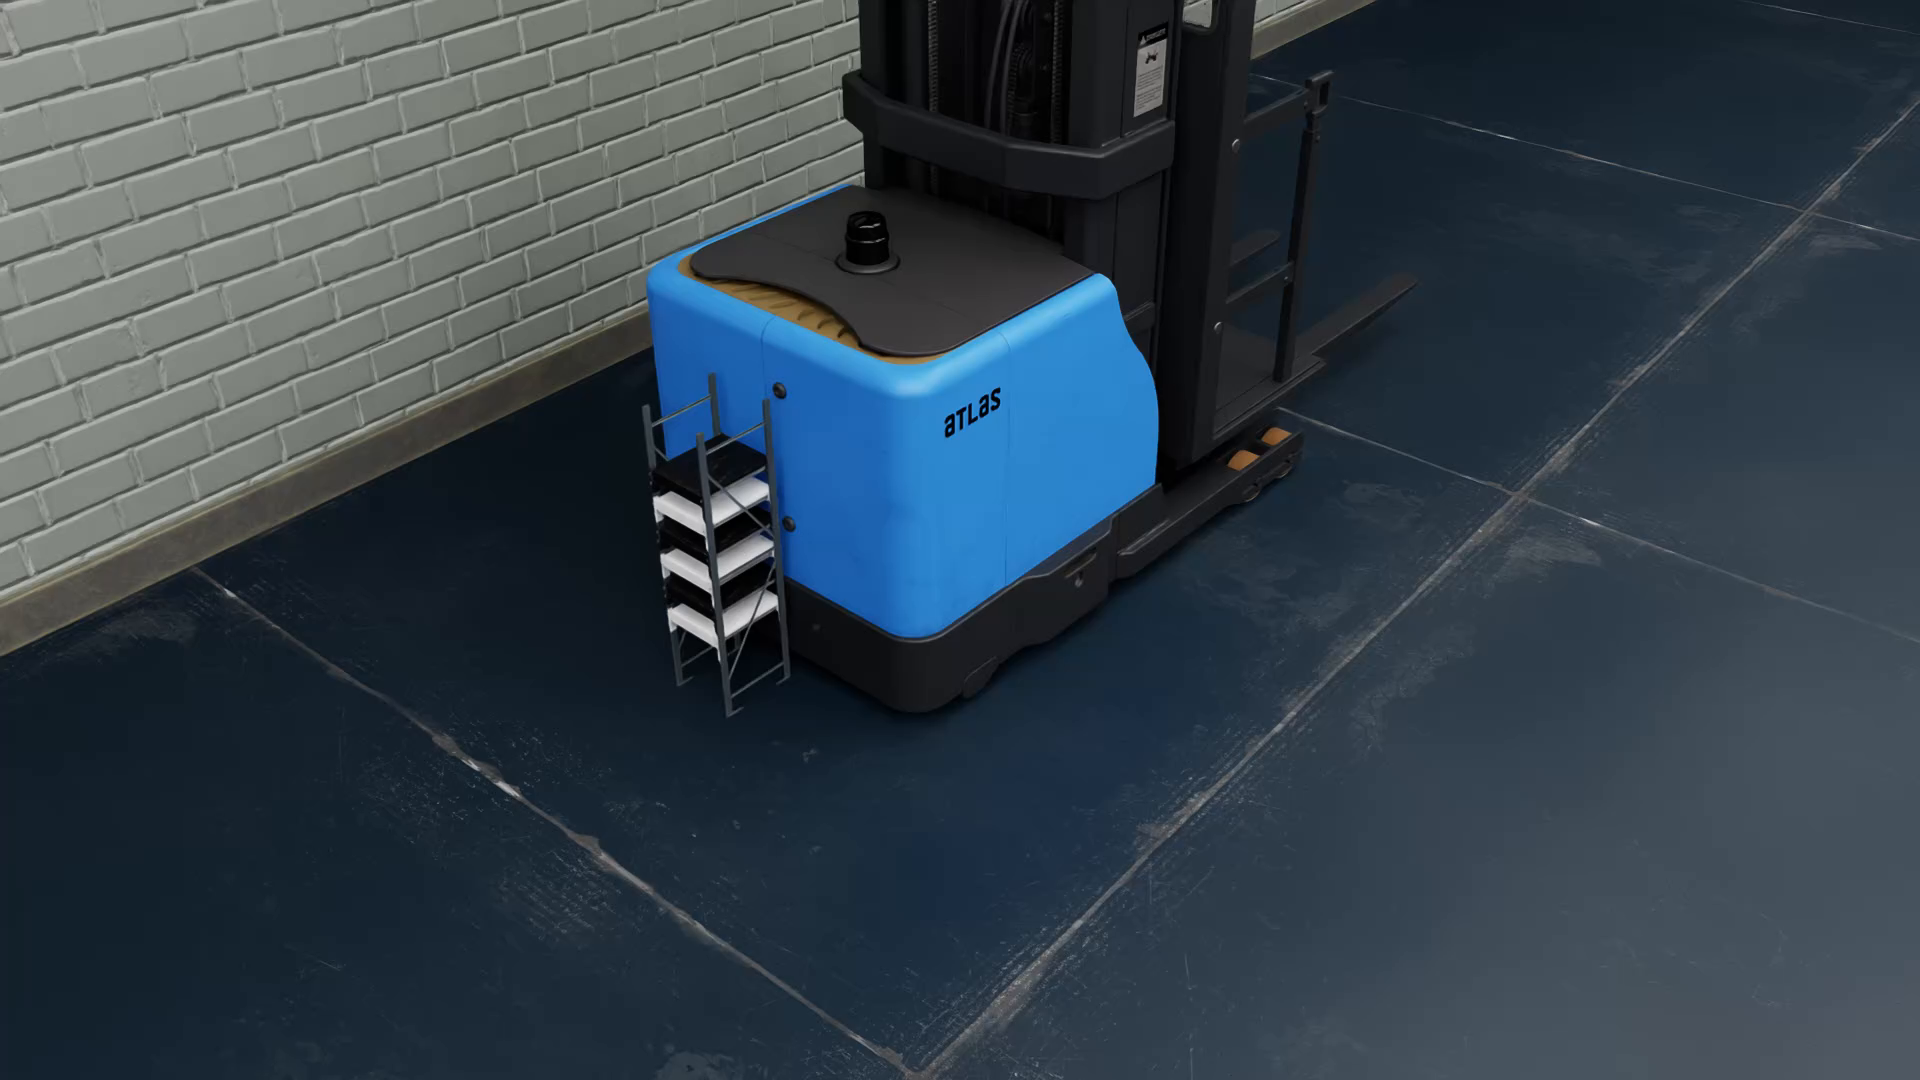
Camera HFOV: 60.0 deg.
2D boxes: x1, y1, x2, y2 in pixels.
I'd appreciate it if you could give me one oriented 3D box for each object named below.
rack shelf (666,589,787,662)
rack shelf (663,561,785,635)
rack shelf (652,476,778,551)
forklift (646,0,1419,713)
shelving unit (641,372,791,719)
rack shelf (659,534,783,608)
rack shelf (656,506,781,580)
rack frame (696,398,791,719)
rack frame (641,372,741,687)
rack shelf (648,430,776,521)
[{"bbox_3d":[-0.635,0.203,4.536,0.200,0.077,0.258,26,43,33],"label":"rack shelf"},{"bbox_3d":[-0.635,0.129,4.485,0.200,0.077,0.258,26,43,33],"label":"rack shelf"},{"bbox_3d":[-0.636,-0.094,4.332,0.200,0.077,0.258,26,43,33],"label":"rack shelf"},{"bbox_3d":[0.494,-1.502,4.848,1.130,2.935,3.031,26,42,33],"label":"forklift"},{"bbox_3d":[-0.635,0.027,4.415,0.210,0.900,0.258,26,43,33],"label":"shelving unit"},{"bbox_3d":[-0.635,0.055,4.434,0.200,0.077,0.258,26,43,33],"label":"rack shelf"},{"bbox_3d":[-0.635,-0.019,4.383,0.200,0.077,0.258,26,43,33],"label":"rack shelf"},{"bbox_3d":[-0.559,0.065,4.360,0.006,0.900,0.240,26,43,33],"label":"rack frame"},{"bbox_3d":[-0.712,-0.011,4.470,0.006,0.900,0.240,26,43,33],"label":"rack frame"},{"bbox_3d":[-0.636,-0.168,4.280,0.200,0.077,0.258,26,43,33],"label":"rack shelf"}]
